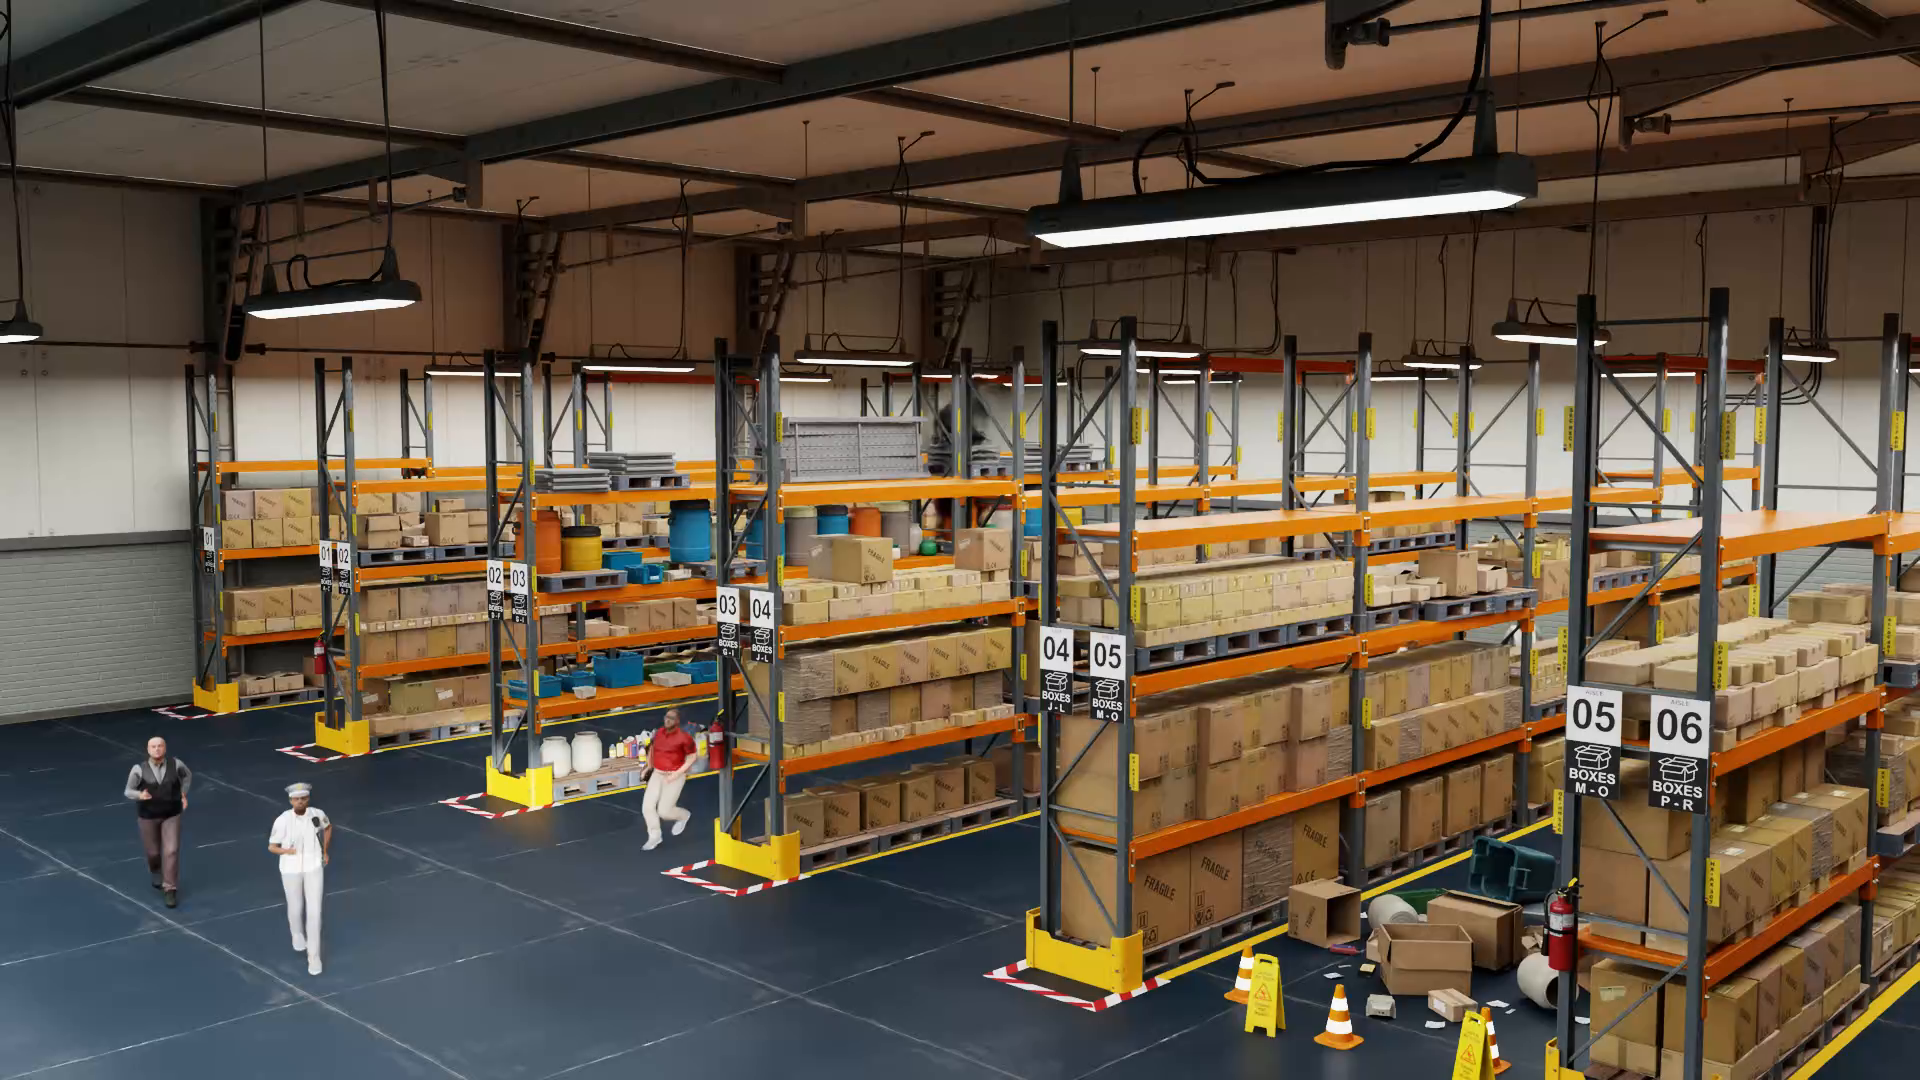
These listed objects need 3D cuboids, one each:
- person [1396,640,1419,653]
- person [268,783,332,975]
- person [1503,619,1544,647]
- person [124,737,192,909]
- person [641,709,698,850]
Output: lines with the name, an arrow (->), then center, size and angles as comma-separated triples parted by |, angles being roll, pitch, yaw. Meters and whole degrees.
person -> 7.143, 2.317, 26.110 | 0.699, 1.753, 1.031 | 4, 6, 45
person -> -6.164, 3.108, 15.574 | 0.574, 1.721, 0.883 | -2, 5, -24
person -> 9.867, 2.079, 29.097 | 0.711, 1.733, 0.686 | 1, 4, 9
person -> -8.445, 2.936, 17.551 | 0.657, 1.724, 0.950 | -2, 5, -27
person -> -3.427, 2.839, 19.812 | 0.701, 1.703, 0.664 | 3, 5, 31
